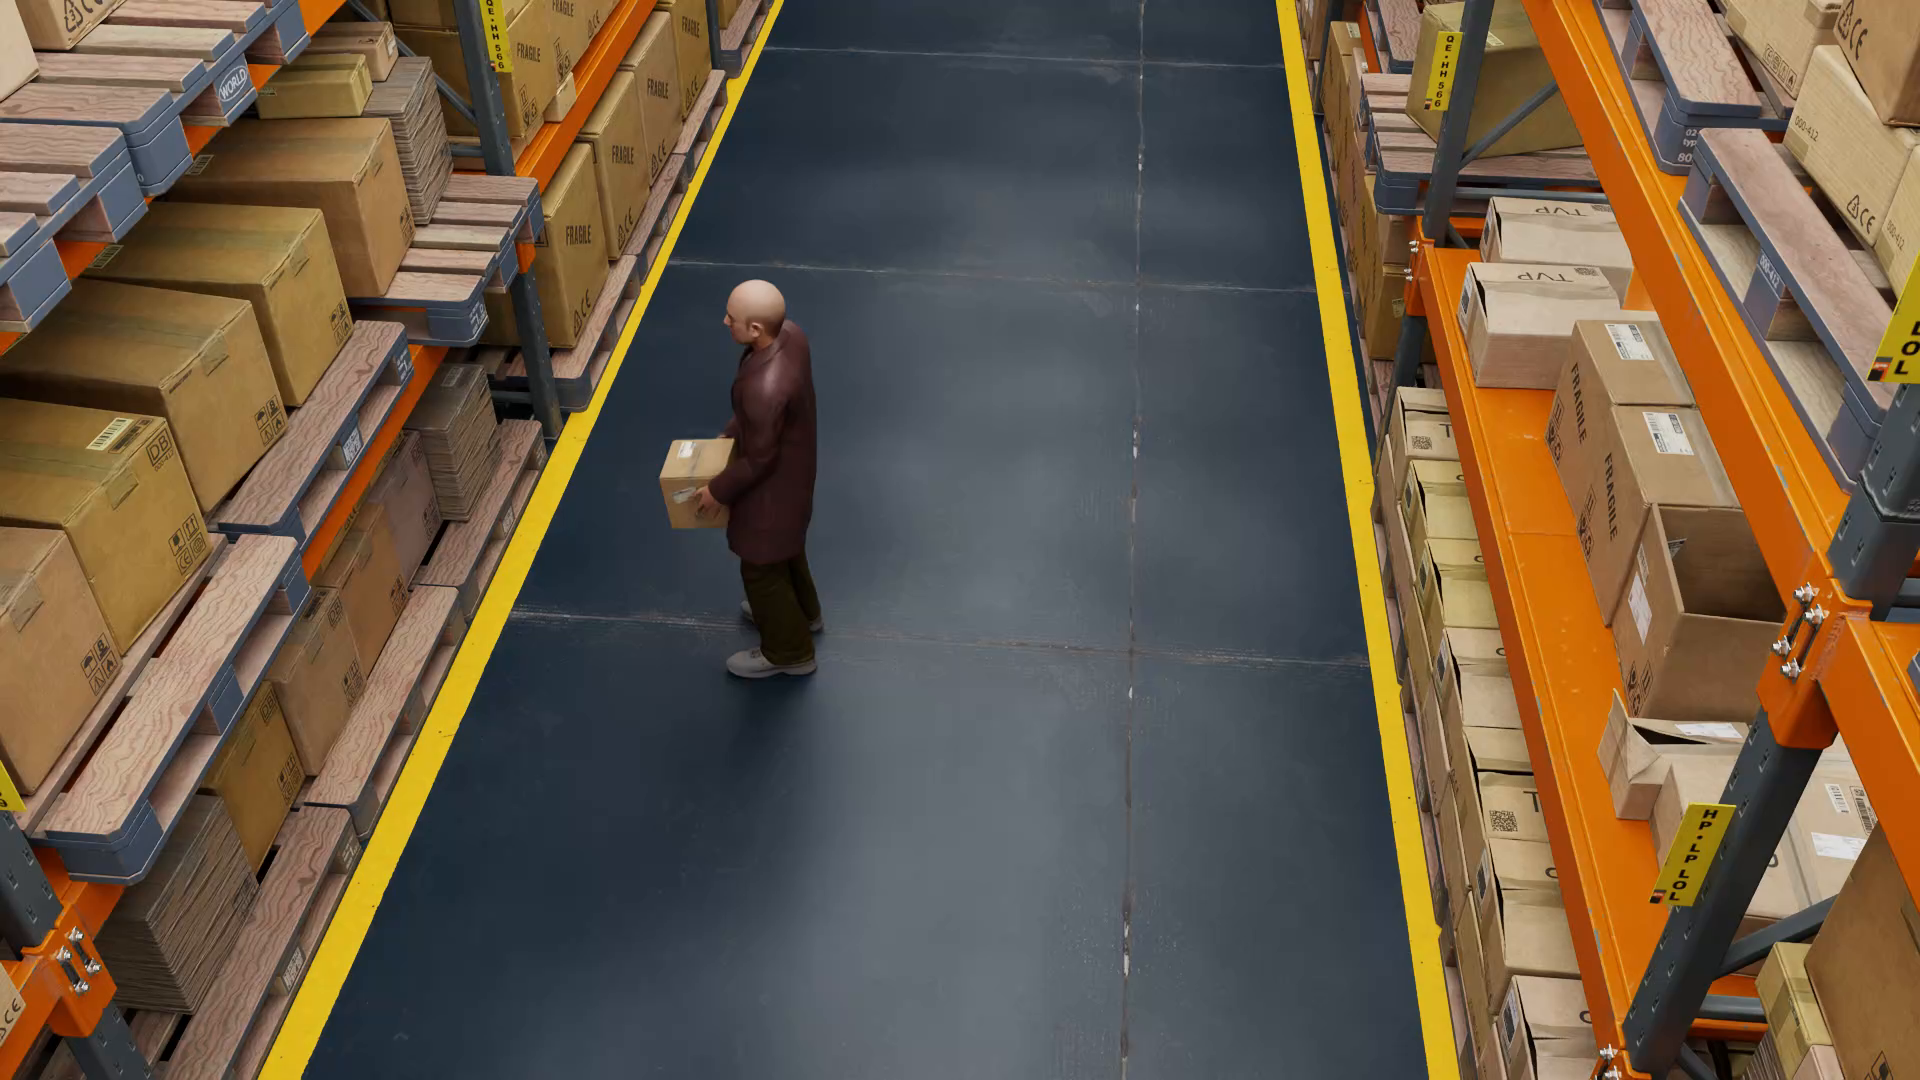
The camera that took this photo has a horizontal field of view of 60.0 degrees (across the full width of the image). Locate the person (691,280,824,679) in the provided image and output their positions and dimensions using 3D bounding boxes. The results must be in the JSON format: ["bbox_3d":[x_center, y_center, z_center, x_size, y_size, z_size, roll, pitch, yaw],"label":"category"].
[{"bbox_3d":[-0.778,-0.229,6.439,0.467,1.782,0.575,3,40,3],"label":"person"}]
